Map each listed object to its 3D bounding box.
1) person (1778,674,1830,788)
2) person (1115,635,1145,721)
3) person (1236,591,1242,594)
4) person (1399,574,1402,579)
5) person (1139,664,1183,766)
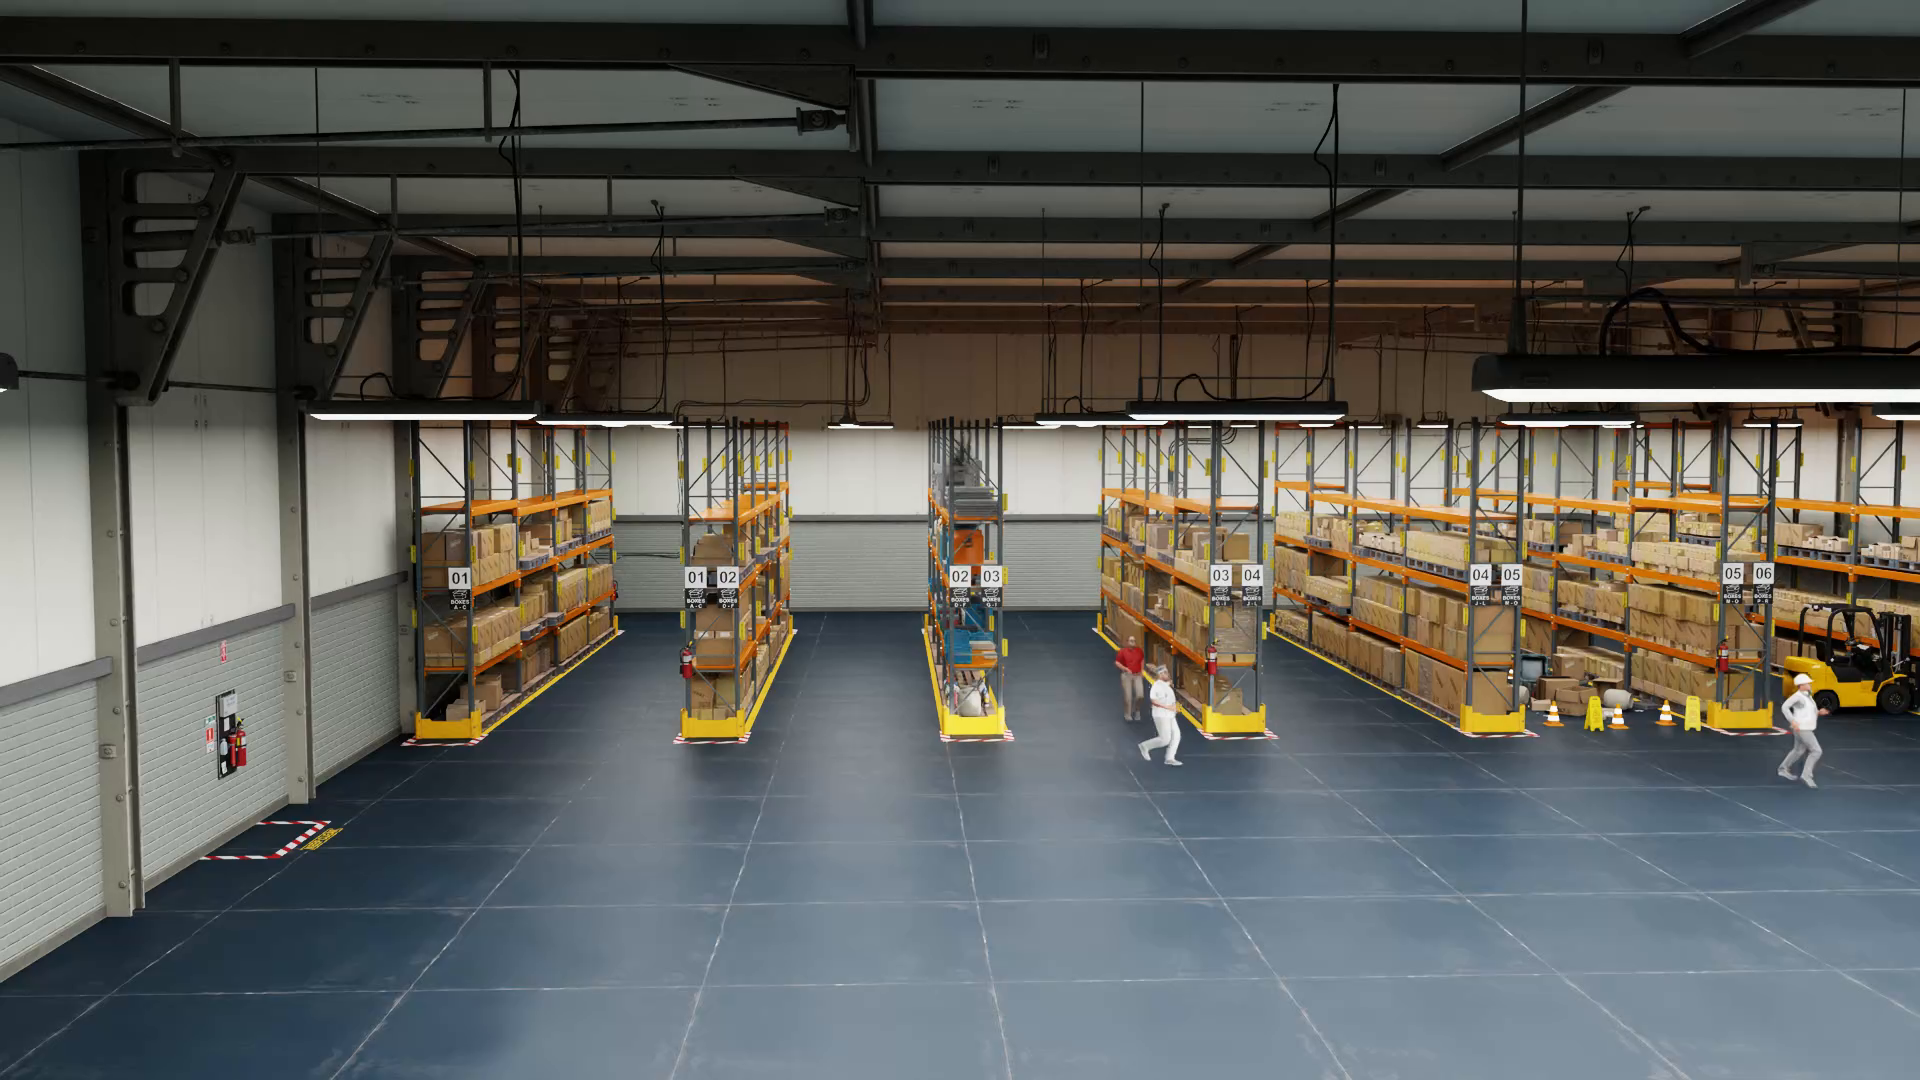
[{"bbox_3d":[13.647,3.087,26.909,0.753,1.833,0.627,3,5,37],"label":"person"},{"bbox_3d":[3.385,2.744,32.765,0.659,1.703,0.645,-1,4,-10],"label":"person"},{"bbox_3d":[7.874,1.768,47.680,0.609,1.682,0.882,2,4,31],"label":"person"},{"bbox_3d":[13.212,1.698,49.265,0.875,1.693,0.504,-1,4,-8],"label":"person"},{"bbox_3d":[3.464,2.989,28.516,0.747,1.738,0.669,2,4,26],"label":"person"}]
